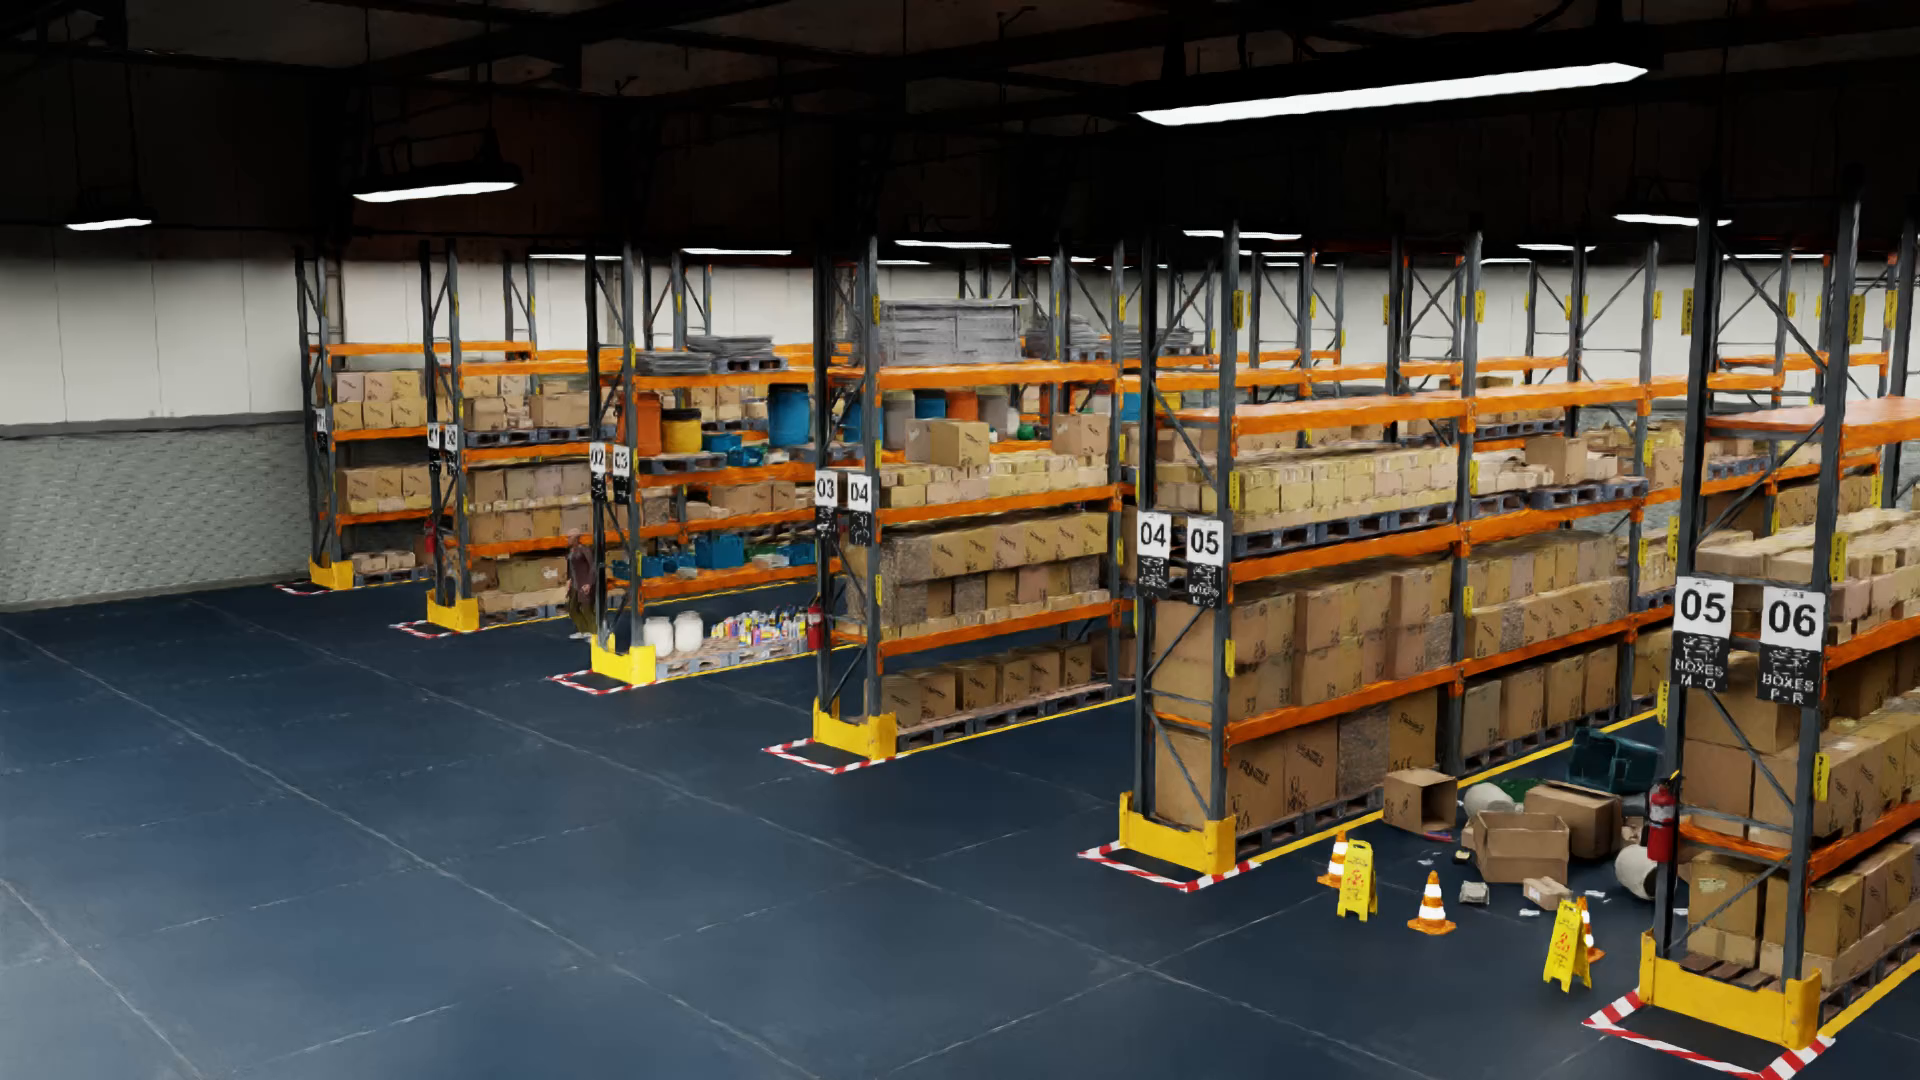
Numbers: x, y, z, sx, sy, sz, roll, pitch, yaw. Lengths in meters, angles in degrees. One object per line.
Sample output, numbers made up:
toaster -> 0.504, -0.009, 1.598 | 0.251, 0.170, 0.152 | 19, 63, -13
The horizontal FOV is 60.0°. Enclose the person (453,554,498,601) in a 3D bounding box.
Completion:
person -> -8.176, 0.186, 28.200 | 1.126, 1.661, 0.542 | -7, 11, -40

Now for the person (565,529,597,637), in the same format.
person -> -5.640, 0.647, 24.882 | 0.538, 1.680, 0.729 | -8, 12, -44

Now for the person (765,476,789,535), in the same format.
person -> -3.692, -0.466, 32.819 | 1.115, 1.647, 0.543 | -7, 11, -40
